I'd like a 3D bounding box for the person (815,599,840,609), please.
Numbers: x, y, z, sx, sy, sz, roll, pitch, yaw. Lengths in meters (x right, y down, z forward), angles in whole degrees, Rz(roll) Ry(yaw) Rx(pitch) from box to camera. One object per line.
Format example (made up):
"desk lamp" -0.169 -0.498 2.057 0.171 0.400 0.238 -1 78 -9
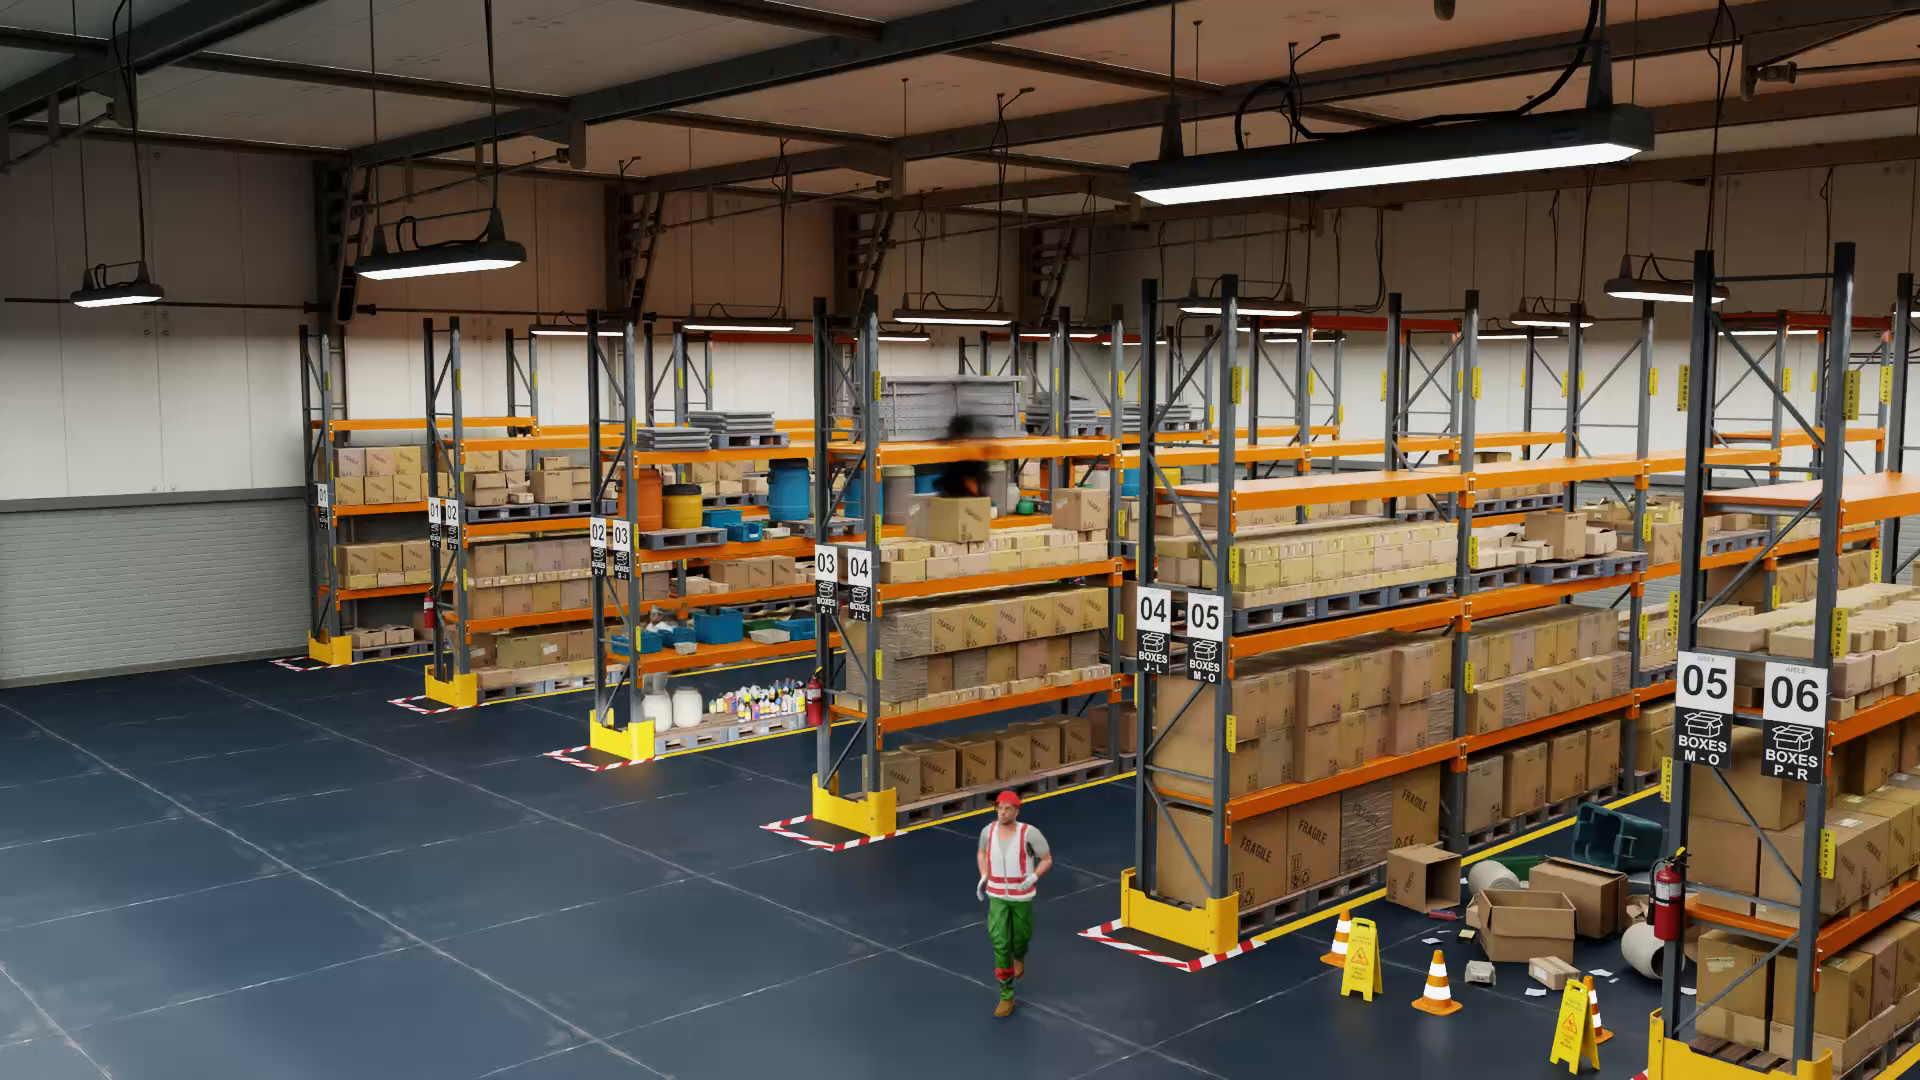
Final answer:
"person" -2.673 0.936 33.607 0.884 1.601 0.588 -5 7 -39

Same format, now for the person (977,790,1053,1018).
"person" 0.427 2.921 13.599 0.646 1.779 0.776 1 6 14

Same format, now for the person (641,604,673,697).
"person" -4.533 1.813 24.556 0.653 1.739 0.602 5 7 38
